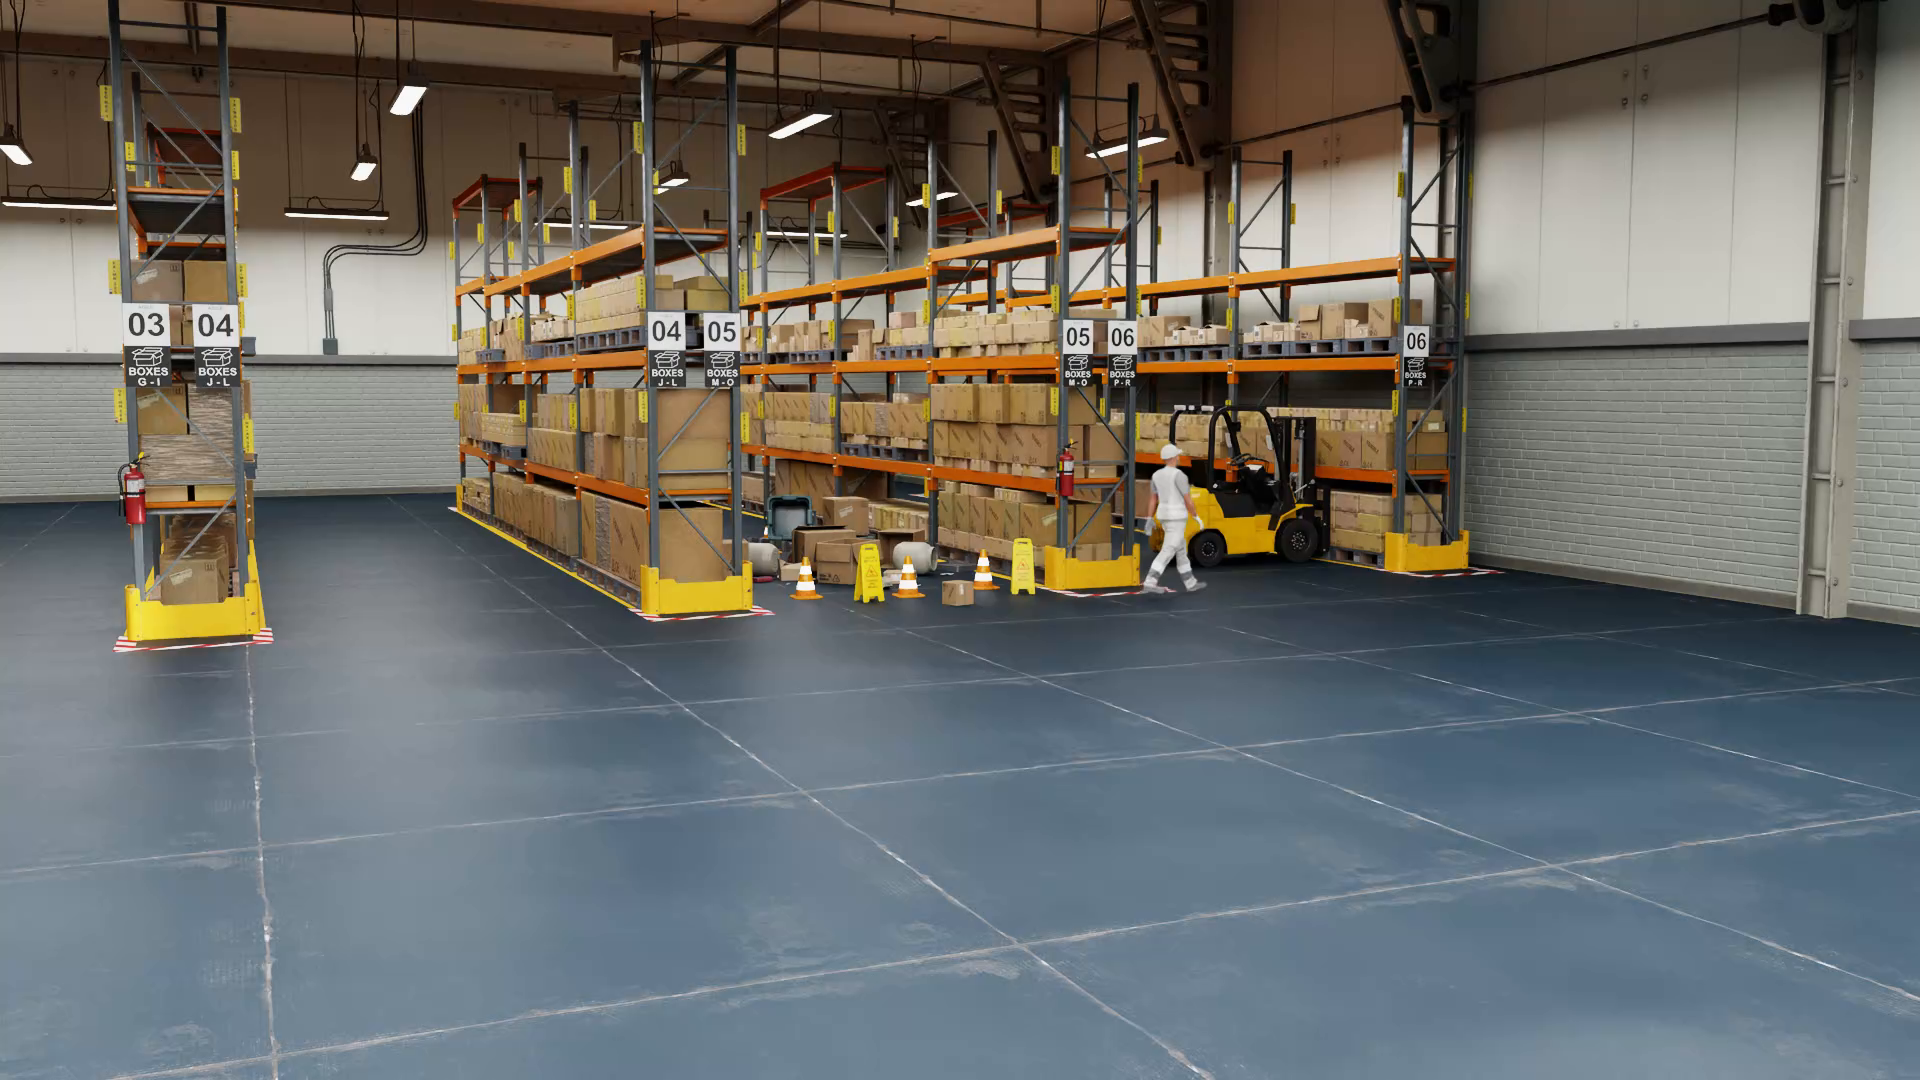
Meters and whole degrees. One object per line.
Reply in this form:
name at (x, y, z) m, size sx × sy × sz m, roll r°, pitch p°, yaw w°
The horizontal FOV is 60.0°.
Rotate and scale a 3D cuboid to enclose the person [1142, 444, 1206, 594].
person at (2.494, -0.235, 19.169) m, size 1.063 × 1.742 × 0.597 m, roll -3°, pitch 6°, yaw -31°
